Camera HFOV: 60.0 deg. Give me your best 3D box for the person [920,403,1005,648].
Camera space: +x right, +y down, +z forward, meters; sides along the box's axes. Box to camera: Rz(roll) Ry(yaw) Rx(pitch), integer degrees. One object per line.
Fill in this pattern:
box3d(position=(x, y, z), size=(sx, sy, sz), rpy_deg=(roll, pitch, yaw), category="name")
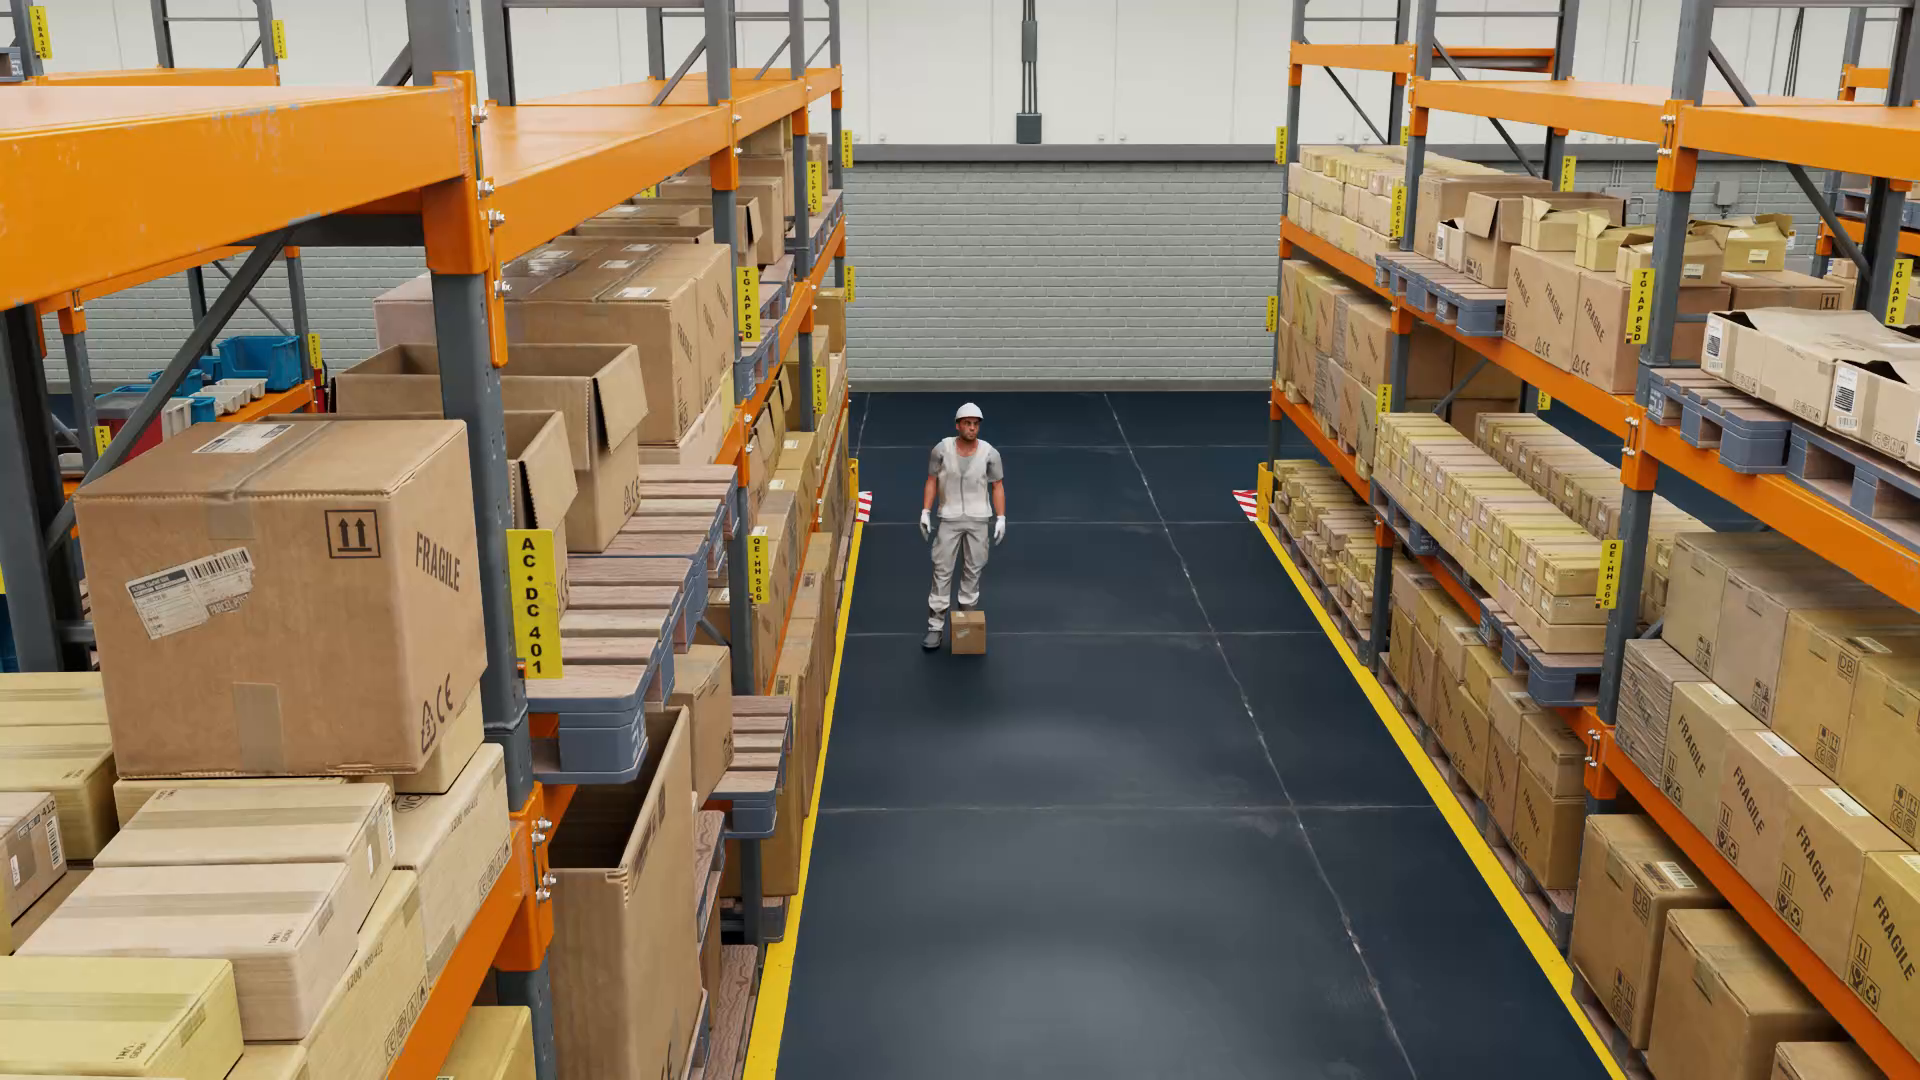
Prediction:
box3d(position=(0.021, -0.111, 12.332), size=(0.637, 1.790, 0.562), rpy_deg=(0, 17, -1), category="person")
